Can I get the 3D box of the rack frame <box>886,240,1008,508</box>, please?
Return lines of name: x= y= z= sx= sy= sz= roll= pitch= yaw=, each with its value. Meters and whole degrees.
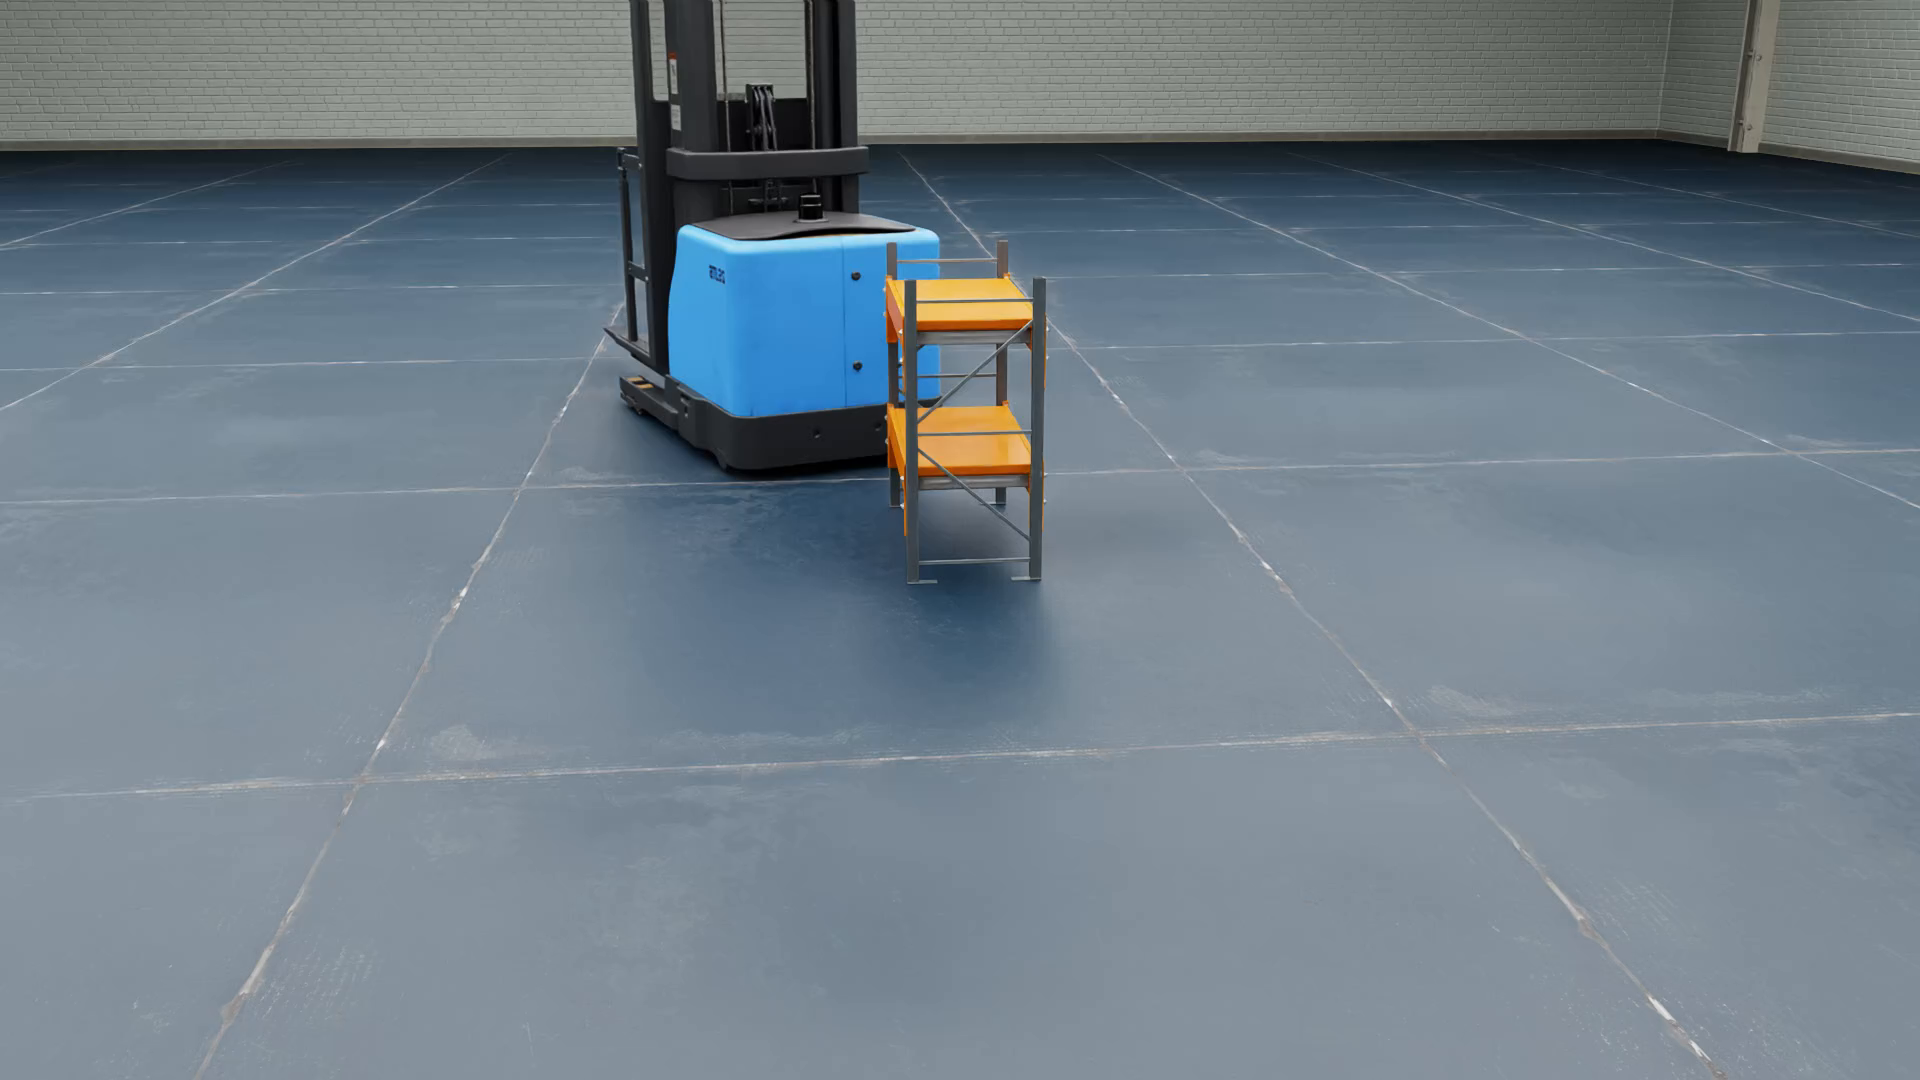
rack frame: x=-0.052 y=-0.686 z=6.985 sx=0.500 sy=1.125 sz=0.032 roll=-2 pitch=18 yaw=-6

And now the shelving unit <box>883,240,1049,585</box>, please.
shelving unit: x=0.001 y=-0.535 z=6.502 sx=0.538 sy=1.125 sz=1.048 roll=-2 pitch=18 yaw=-6

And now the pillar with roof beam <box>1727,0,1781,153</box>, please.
pillar with roof beam: x=8.005 y=-10.253 z=24.312 sx=9.100 sy=9.000 sz=0.400 roll=-2 pitch=18 yaw=-6

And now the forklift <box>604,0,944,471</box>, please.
forklift: x=-1.178 y=-2.109 z=8.500 sx=1.130 sy=2.935 sz=3.031 roll=-8 pitch=19 yaw=-25

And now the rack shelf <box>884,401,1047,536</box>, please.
rack shelf: x=0.001 y=-0.301 z=6.575 sx=0.538 sy=0.278 sz=1.000 roll=-2 pitch=18 yaw=-6

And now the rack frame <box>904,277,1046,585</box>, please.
rack frame: x=0.053 y=-0.383 z=6.020 sx=0.500 sy=1.125 sz=0.032 roll=-2 pitch=18 yaw=-6

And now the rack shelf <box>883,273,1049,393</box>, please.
rack shelf: x=0.001 y=-0.814 z=6.414 sx=0.538 sy=0.278 sz=1.000 roll=-2 pitch=18 yaw=-6
